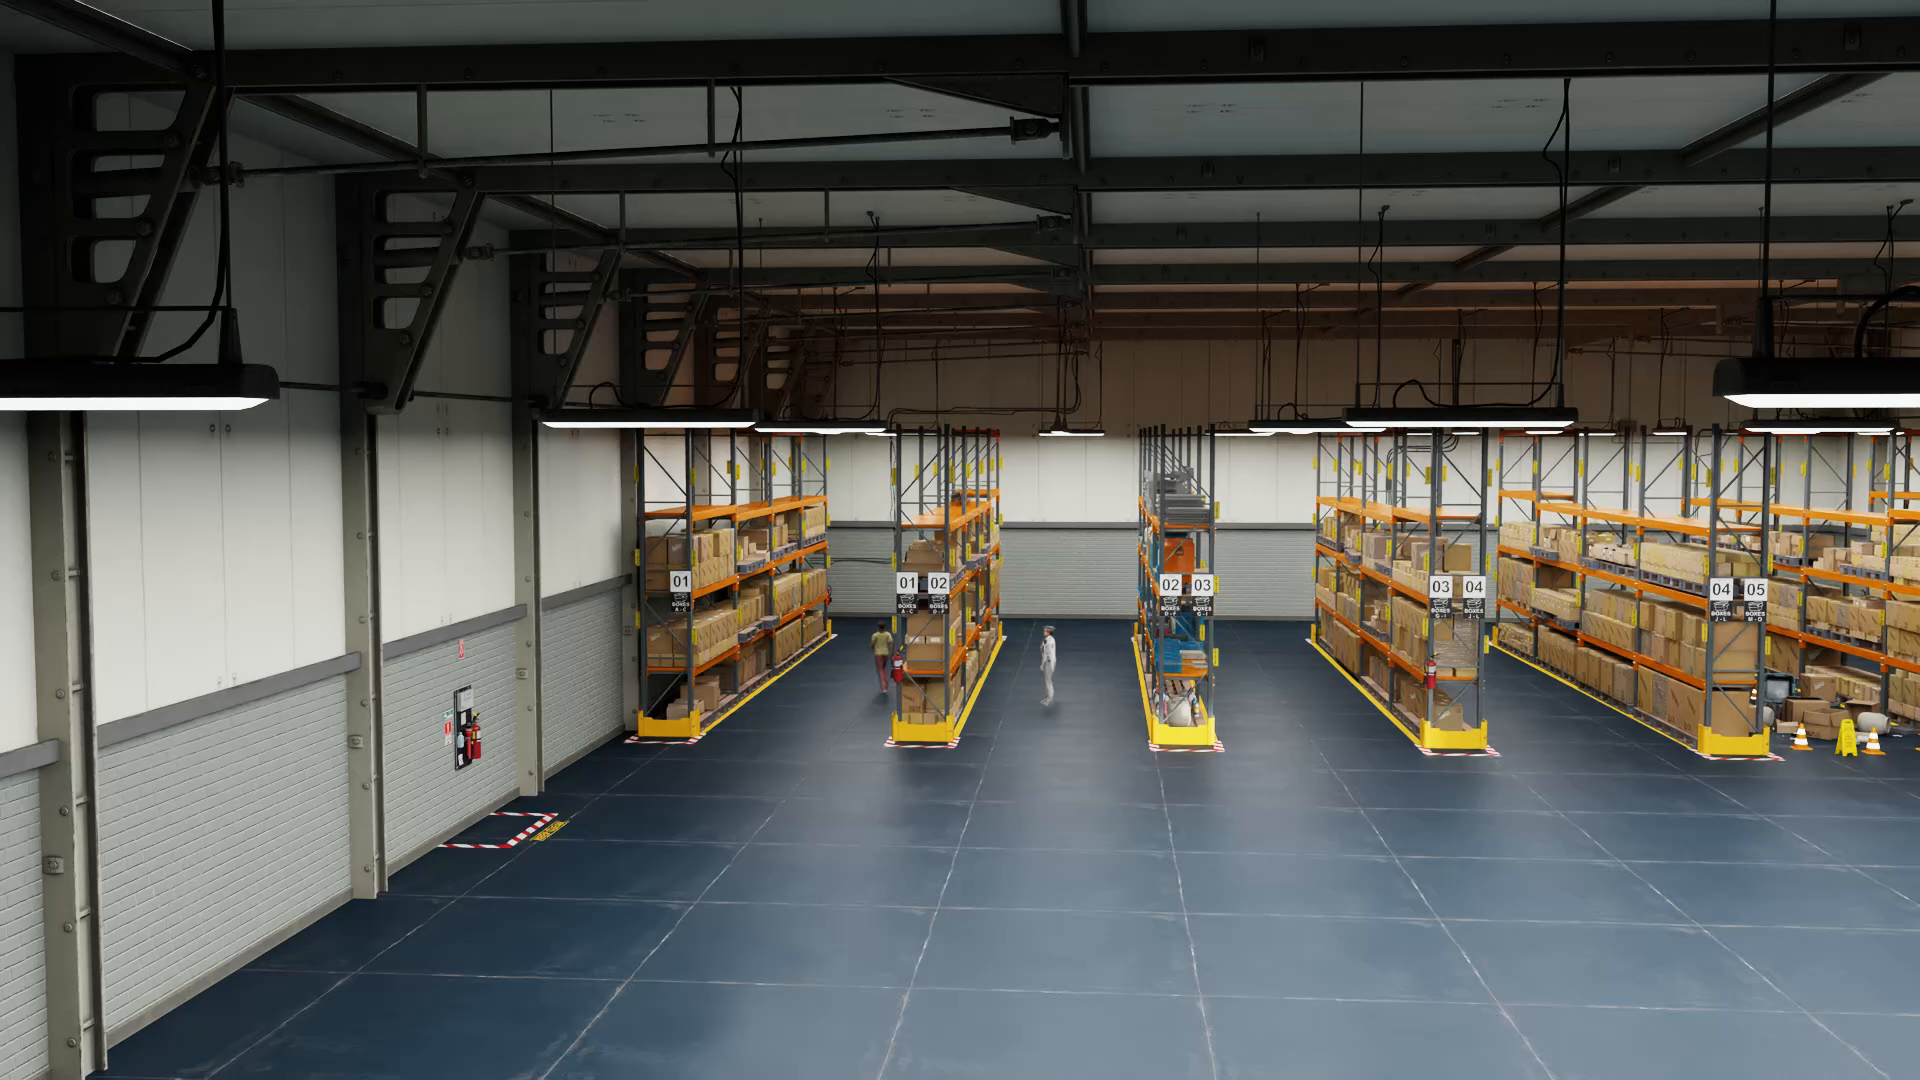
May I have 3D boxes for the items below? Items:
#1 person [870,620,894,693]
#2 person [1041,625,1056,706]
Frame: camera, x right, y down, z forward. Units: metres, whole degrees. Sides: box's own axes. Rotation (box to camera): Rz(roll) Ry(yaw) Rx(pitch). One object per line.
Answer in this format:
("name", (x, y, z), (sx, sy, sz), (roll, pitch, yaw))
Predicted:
("person", (-1.795, 2.649, 37.605), (0.517, 1.697, 0.614), (-2, 4, -29))
("person", (1.903, 2.706, 35.974), (0.342, 1.721, 0.581), (-1, 4, -8))
